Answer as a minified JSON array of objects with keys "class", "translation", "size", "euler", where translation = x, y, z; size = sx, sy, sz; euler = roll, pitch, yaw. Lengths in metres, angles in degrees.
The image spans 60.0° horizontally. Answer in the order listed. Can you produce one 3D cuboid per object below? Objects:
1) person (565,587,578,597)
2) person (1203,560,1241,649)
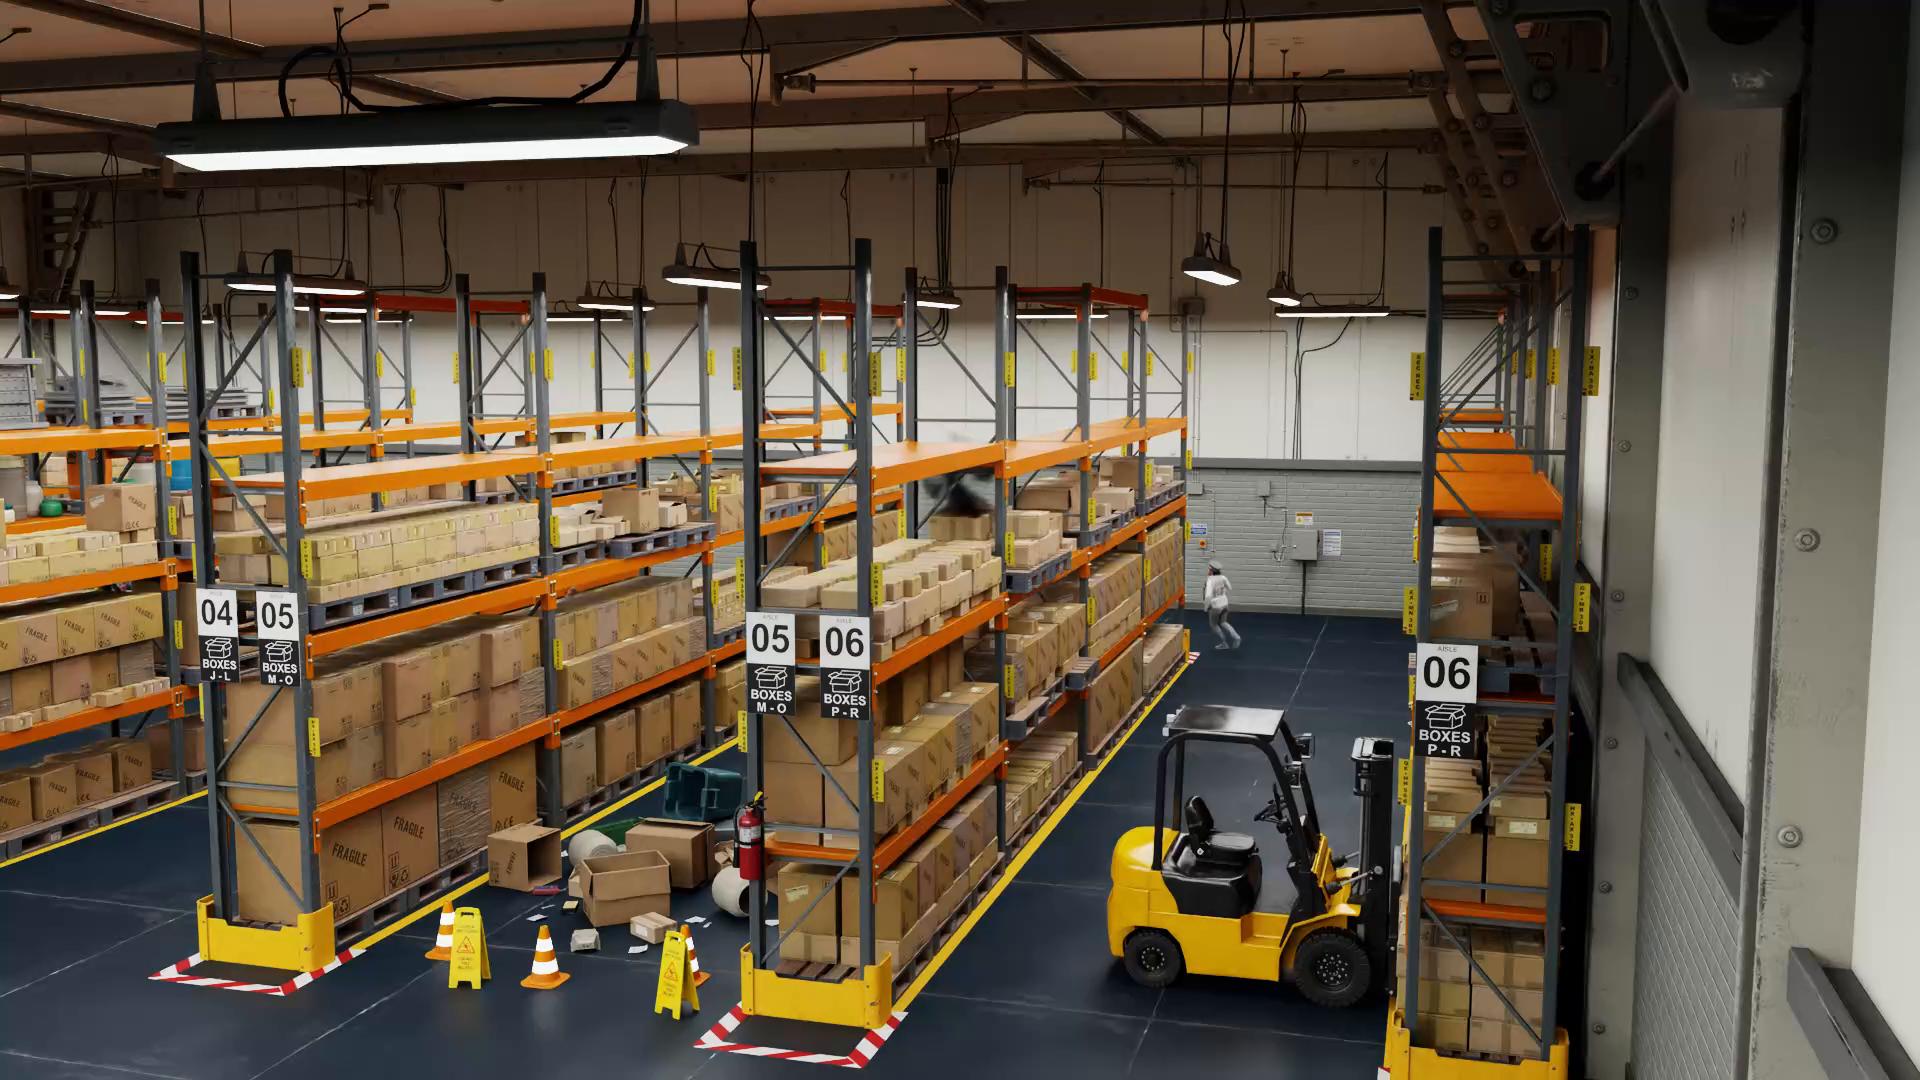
[{"class":"person","translation":[-5.913,1.510,25.369],"size":[0.531,1.607,0.838],"euler":[1,7,10]},{"class":"person","translation":[4.458,1.153,28.837],"size":[0.684,1.615,0.643],"euler":[-4,8,-34]}]
